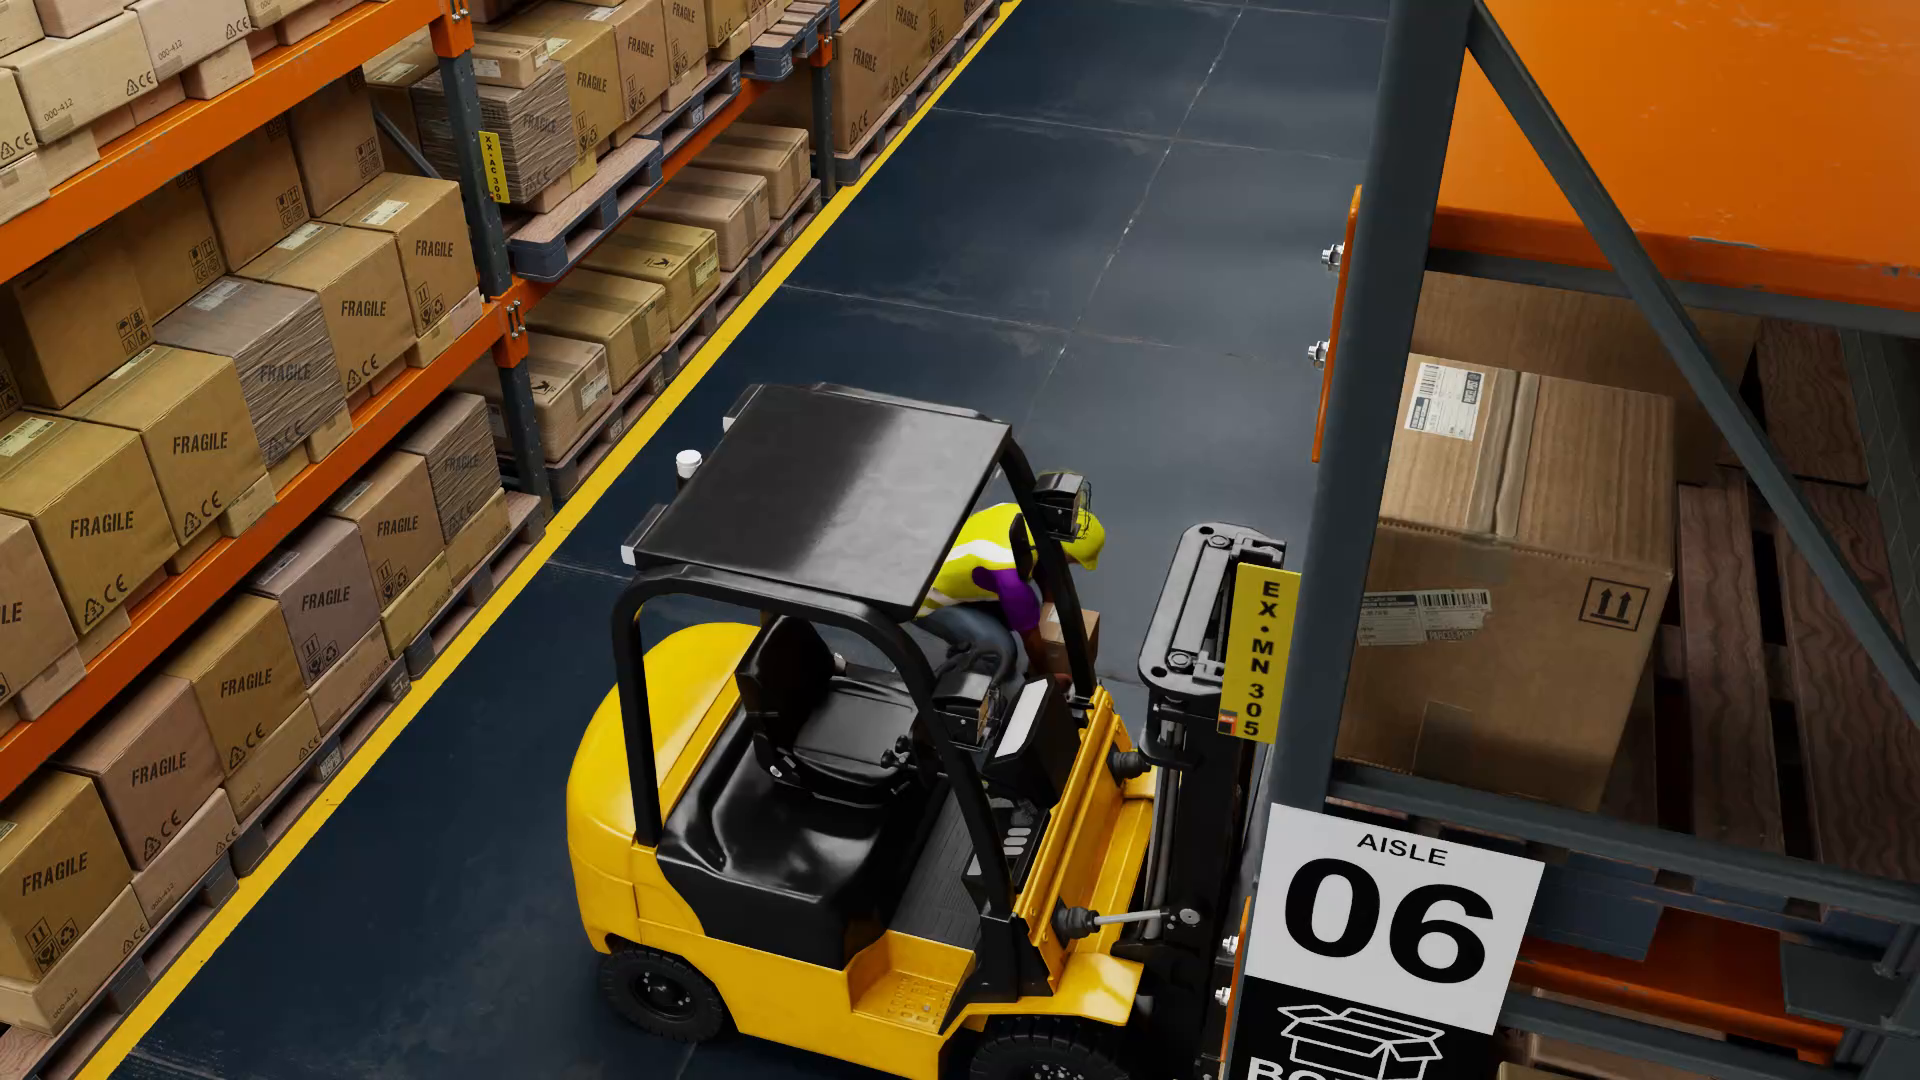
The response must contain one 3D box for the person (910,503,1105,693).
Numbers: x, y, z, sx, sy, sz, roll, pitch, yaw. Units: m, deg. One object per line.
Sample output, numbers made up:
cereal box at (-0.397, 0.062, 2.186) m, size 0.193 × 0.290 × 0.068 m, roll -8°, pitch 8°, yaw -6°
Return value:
person at (0.156, 0.247, 7.173) m, size 0.905 × 1.018 × 0.537 m, roll 10°, pitch 38°, yaw 13°
